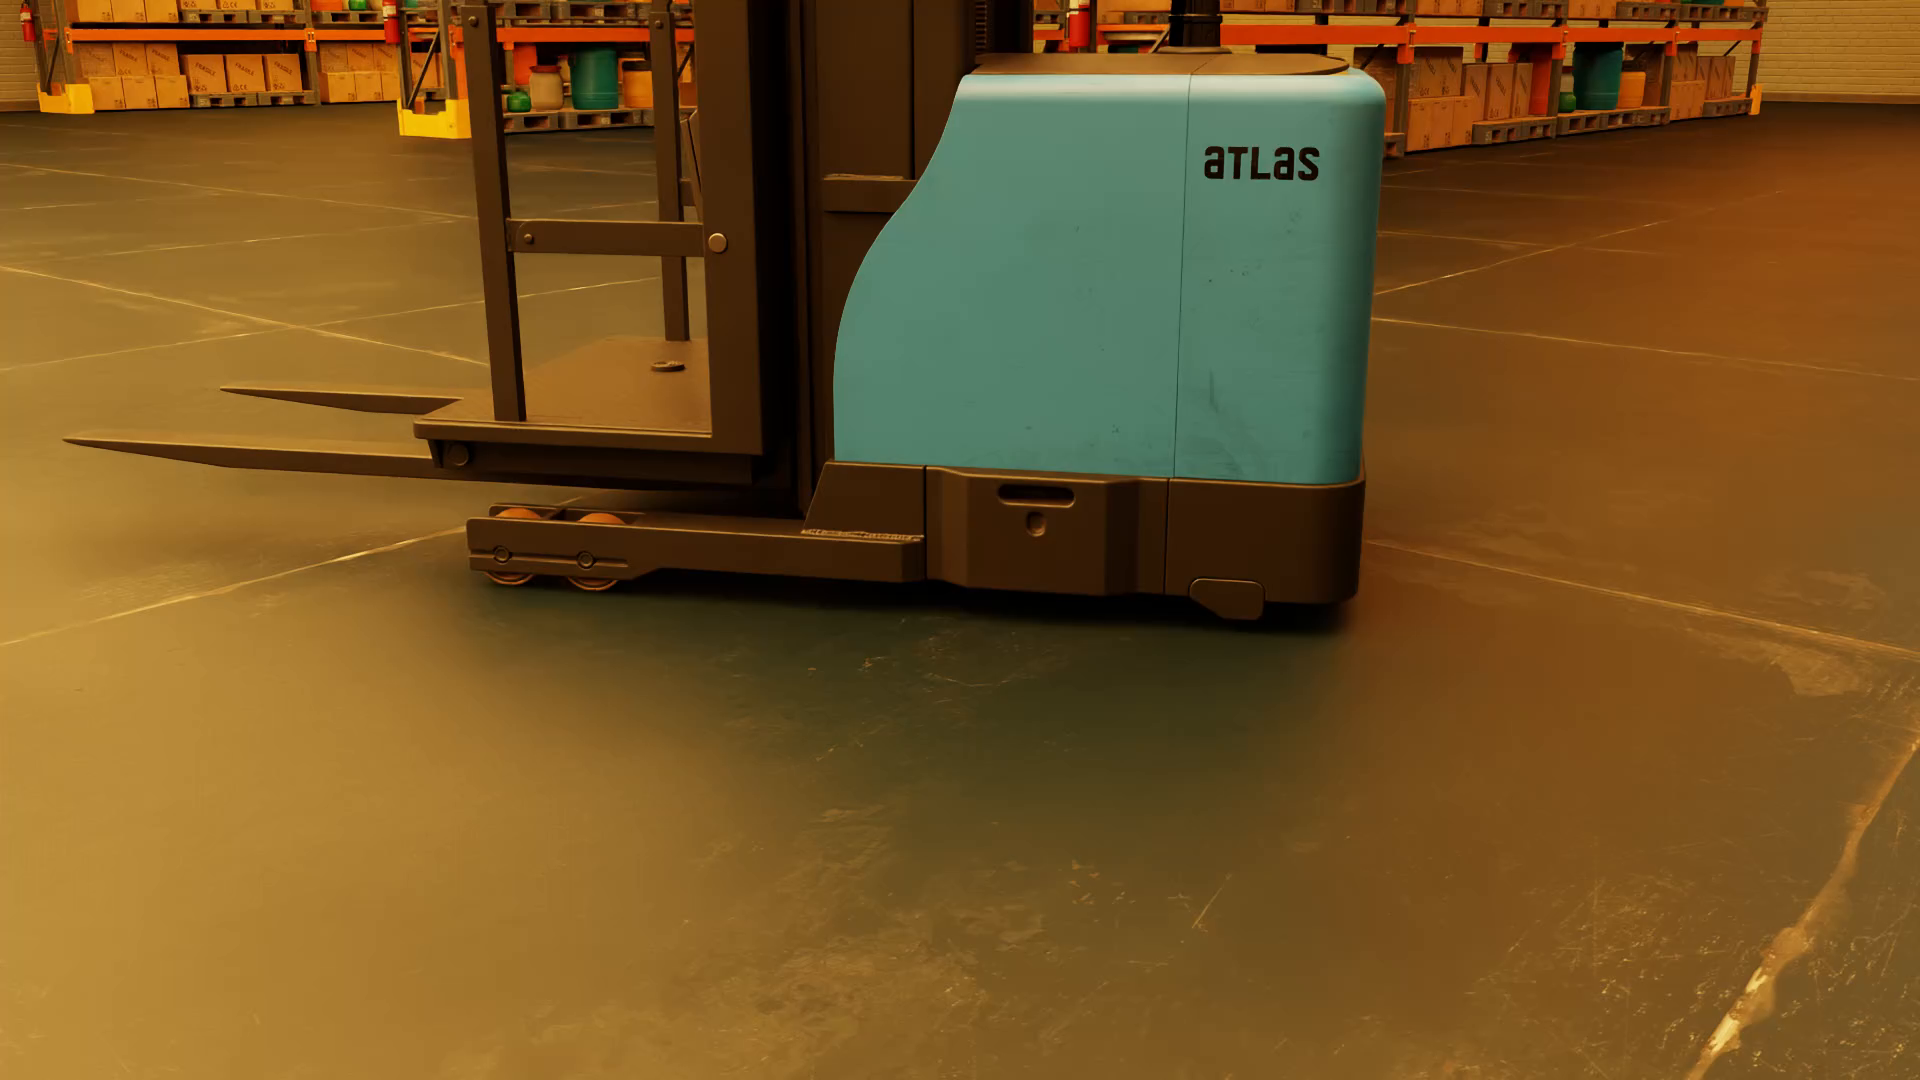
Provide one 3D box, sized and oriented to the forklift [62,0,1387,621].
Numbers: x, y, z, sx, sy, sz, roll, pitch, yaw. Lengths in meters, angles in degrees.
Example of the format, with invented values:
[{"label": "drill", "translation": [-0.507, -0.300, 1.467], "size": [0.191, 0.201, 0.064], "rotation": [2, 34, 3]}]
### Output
[{"label": "forklift", "translation": [-0.598, -1.438, 3.633], "size": [3.031, 2.935, 1.130], "rotation": [3, 17, 11]}]
